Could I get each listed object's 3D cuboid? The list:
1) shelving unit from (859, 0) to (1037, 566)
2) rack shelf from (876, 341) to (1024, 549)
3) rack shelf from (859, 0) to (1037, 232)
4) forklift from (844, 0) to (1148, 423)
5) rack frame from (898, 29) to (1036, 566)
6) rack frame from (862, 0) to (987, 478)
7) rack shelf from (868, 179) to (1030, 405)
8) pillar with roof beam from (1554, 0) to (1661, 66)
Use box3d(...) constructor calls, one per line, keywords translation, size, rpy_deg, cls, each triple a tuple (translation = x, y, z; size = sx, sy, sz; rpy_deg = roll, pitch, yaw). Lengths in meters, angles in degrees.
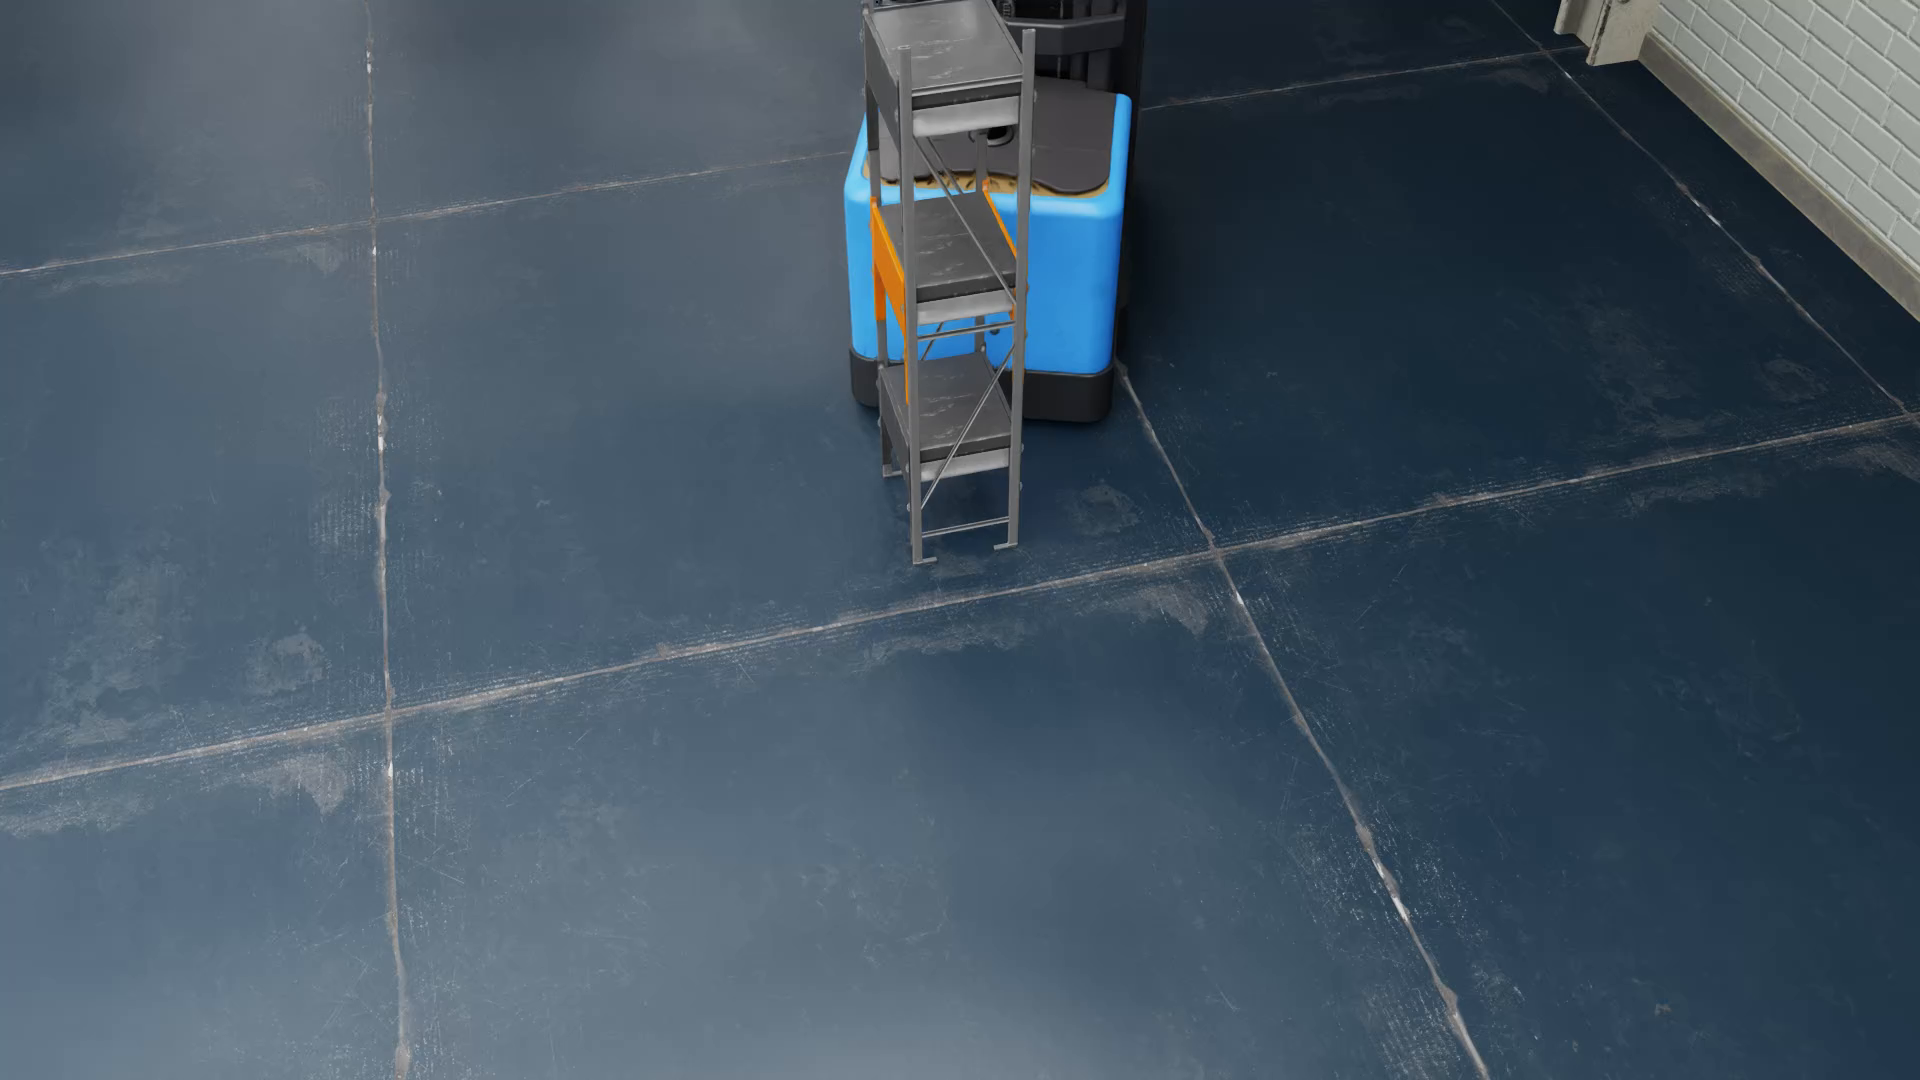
box3d(translation=(-0.042, -0.849, 5.612), size=(0.431, 2.100, 0.503), rpy_deg=(-11, 47, -10), cls="shelving unit")
box3d(translation=(-0.042, -0.350, 6.122), size=(0.431, 0.518, 0.480), rpy_deg=(-11, 47, -10), cls="rack shelf")
box3d(translation=(-0.042, -1.330, 5.122), size=(0.431, 0.518, 0.480), rpy_deg=(-11, 47, -10), cls="rack shelf")
box3d(translation=(0.242, -2.550, 6.696), size=(1.130, 2.935, 3.031), rpy_deg=(5, 46, 5), cls="forklift")
box3d(translation=(0.020, -0.681, 5.447), size=(0.400, 2.100, 0.015), rpy_deg=(-11, 47, -10), cls="rack frame")
box3d(translation=(-0.105, -1.018, 5.777), size=(0.400, 2.100, 0.015), rpy_deg=(-11, 47, -10), cls="rack frame")
box3d(translation=(-0.042, -0.840, 5.622), size=(0.431, 0.518, 0.480), rpy_deg=(-11, 47, -10), cls="rack shelf")
box3d(translation=(-0.774, -4.999, 4.848), size=(9.100, 9.000, 0.400), rpy_deg=(-11, 47, -10), cls="pillar with roof beam")
